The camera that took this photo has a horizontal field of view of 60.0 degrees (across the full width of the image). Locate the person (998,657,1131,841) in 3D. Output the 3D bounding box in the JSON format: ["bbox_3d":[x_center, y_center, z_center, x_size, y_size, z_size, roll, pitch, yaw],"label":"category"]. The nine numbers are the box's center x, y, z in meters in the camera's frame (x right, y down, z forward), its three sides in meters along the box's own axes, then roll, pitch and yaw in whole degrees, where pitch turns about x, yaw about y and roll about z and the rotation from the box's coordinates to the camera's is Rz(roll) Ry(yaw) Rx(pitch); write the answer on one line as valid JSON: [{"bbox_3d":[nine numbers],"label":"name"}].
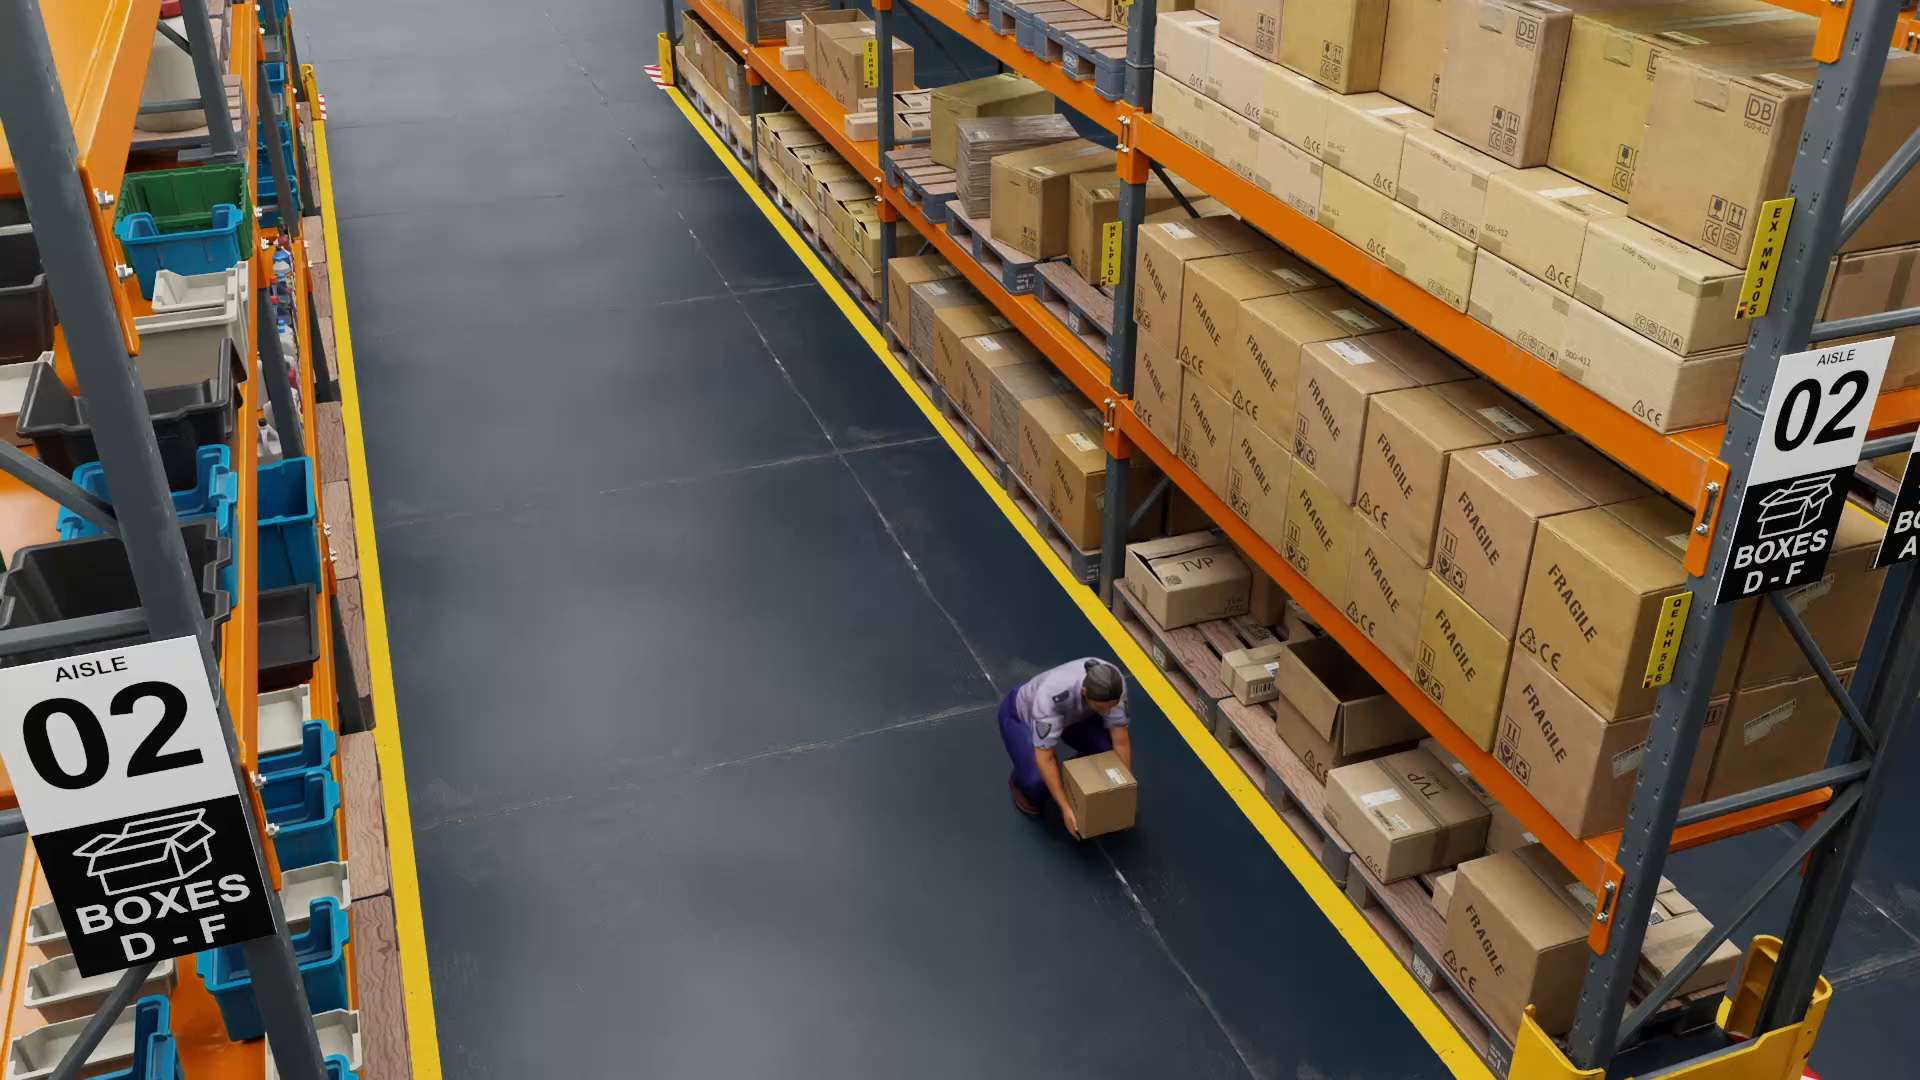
[{"bbox_3d":[0.496,0.863,7.585,0.508,0.940,0.825,-11,32,-18],"label":"person"}]
